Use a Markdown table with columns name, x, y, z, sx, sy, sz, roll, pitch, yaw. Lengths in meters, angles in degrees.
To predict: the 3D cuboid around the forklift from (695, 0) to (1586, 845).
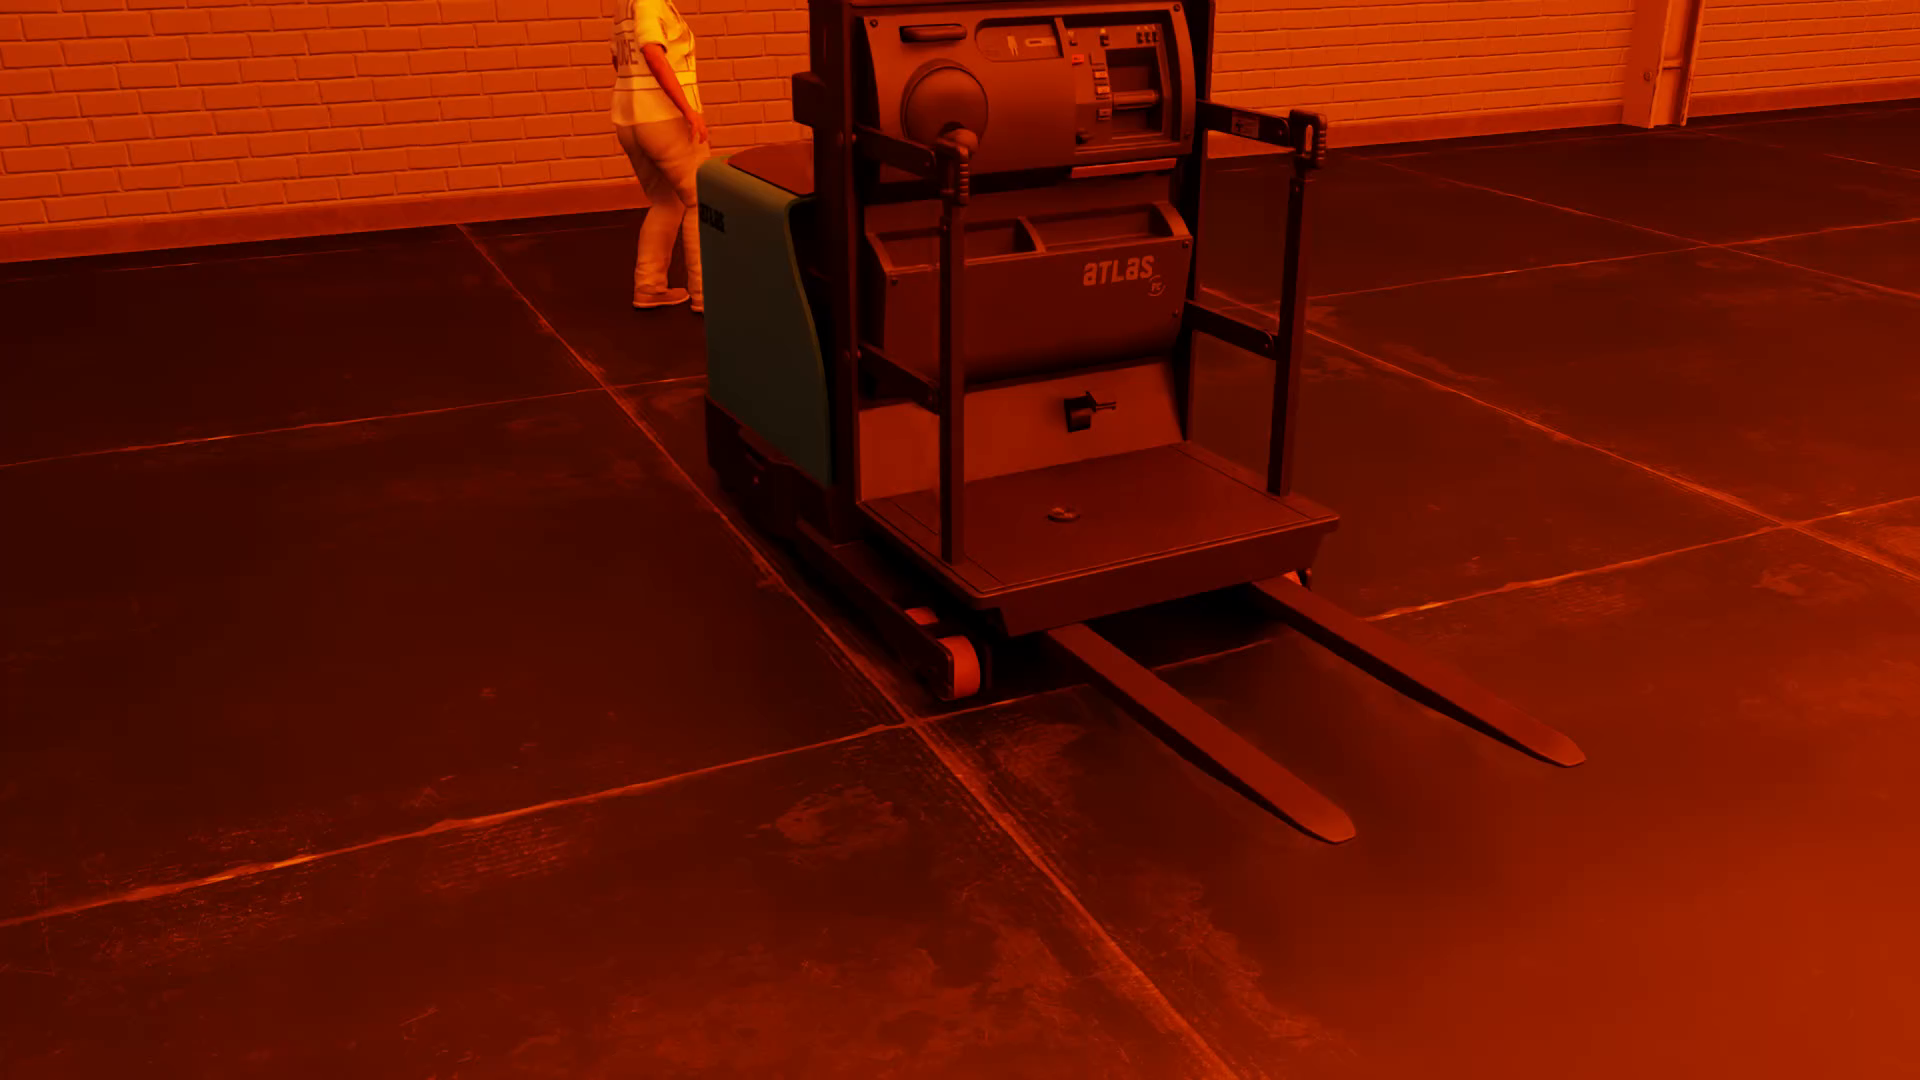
| name | x | y | z | sx | sy | sz | roll | pitch | yaw |
| --- | --- | --- | --- | --- | --- | --- | --- | --- | --- |
| forklift | 0.294 | -1.147 | 4.048 | 1.130 | 2.935 | 3.031 | -11 | 25 | -26 |

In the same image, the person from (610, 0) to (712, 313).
| name | x | y | z | sx | sy | sz | roll | pitch | yaw |
| --- | --- | --- | --- | --- | --- | --- | --- | --- | --- |
| person | -1.293 | -1.854 | 7.433 | 0.514 | 1.646 | 0.687 | -15 | 27 | -32 |
